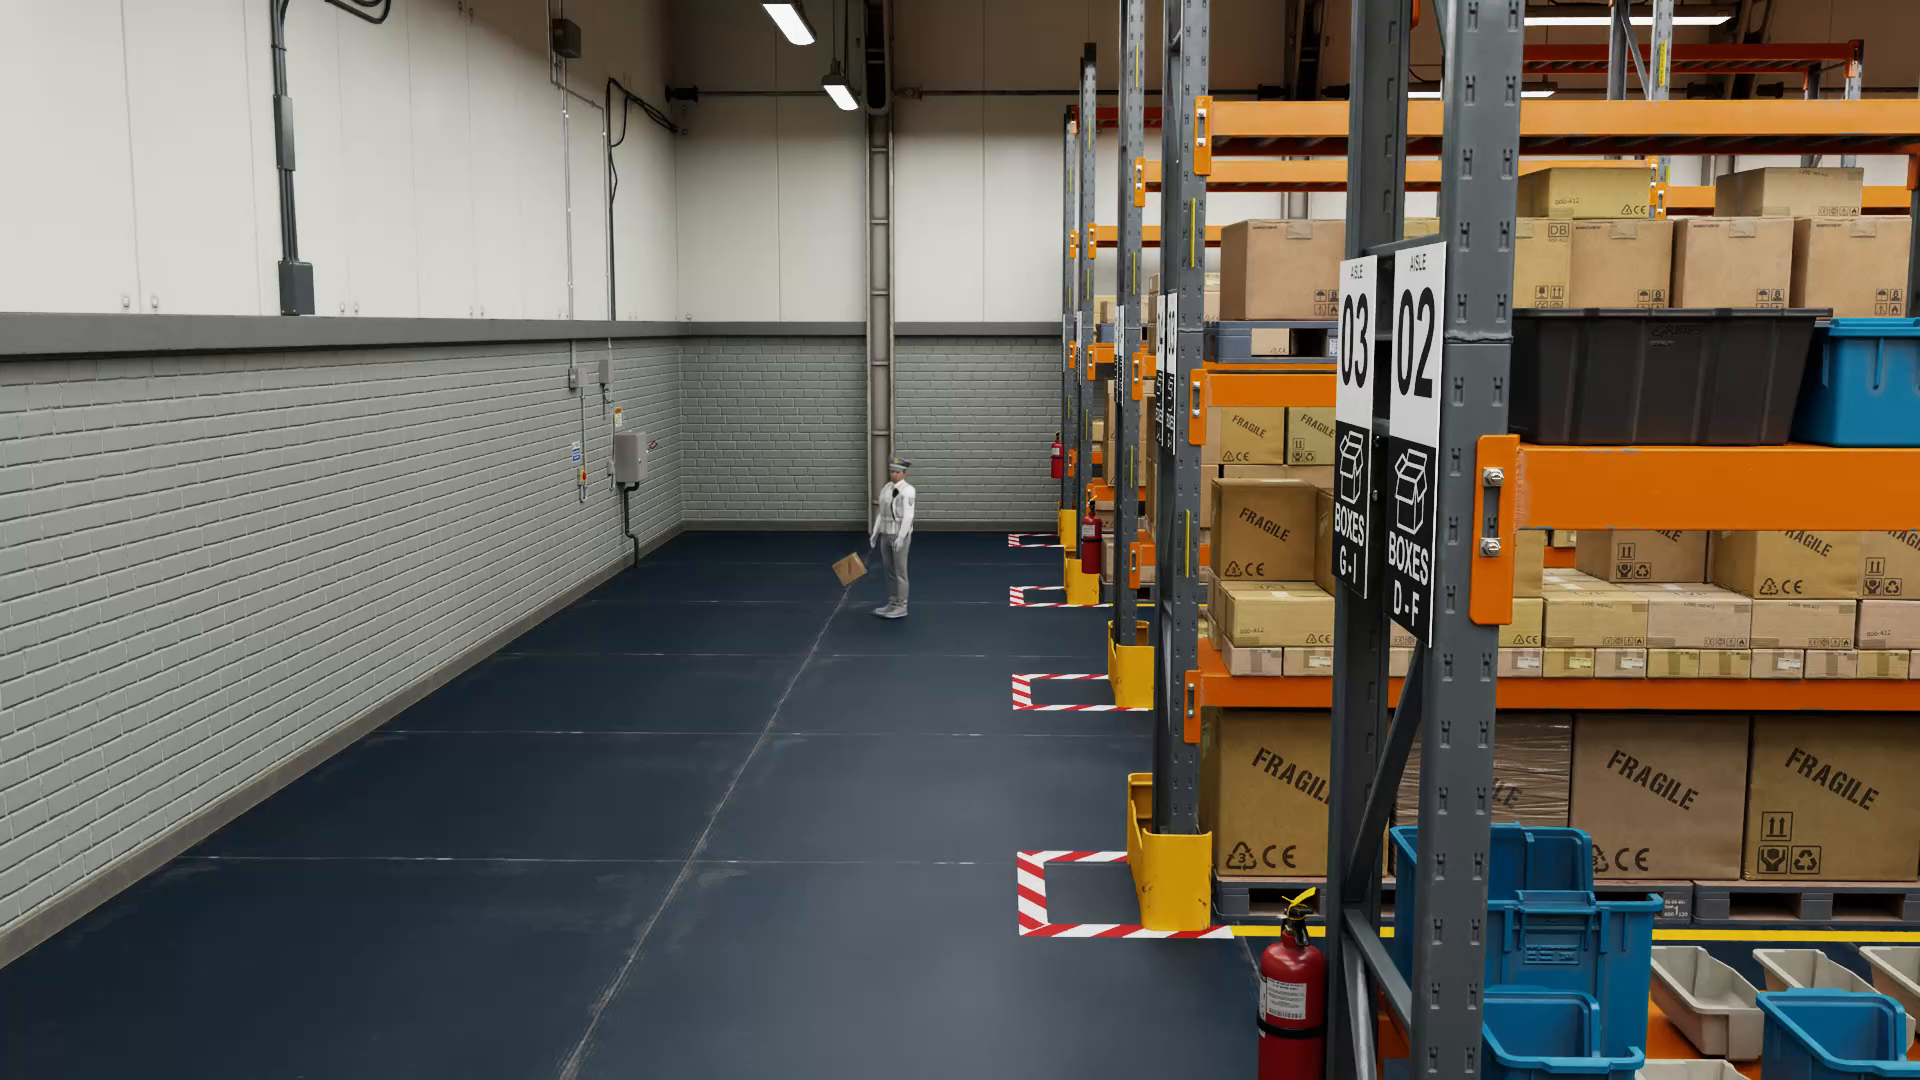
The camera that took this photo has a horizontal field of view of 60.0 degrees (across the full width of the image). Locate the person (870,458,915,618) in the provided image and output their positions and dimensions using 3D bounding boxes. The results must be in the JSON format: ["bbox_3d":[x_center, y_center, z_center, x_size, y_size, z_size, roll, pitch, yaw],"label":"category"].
[{"bbox_3d":[-0.708,-0.028,17.336,0.378,1.686,0.585,-5,9,-36],"label":"person"}]
